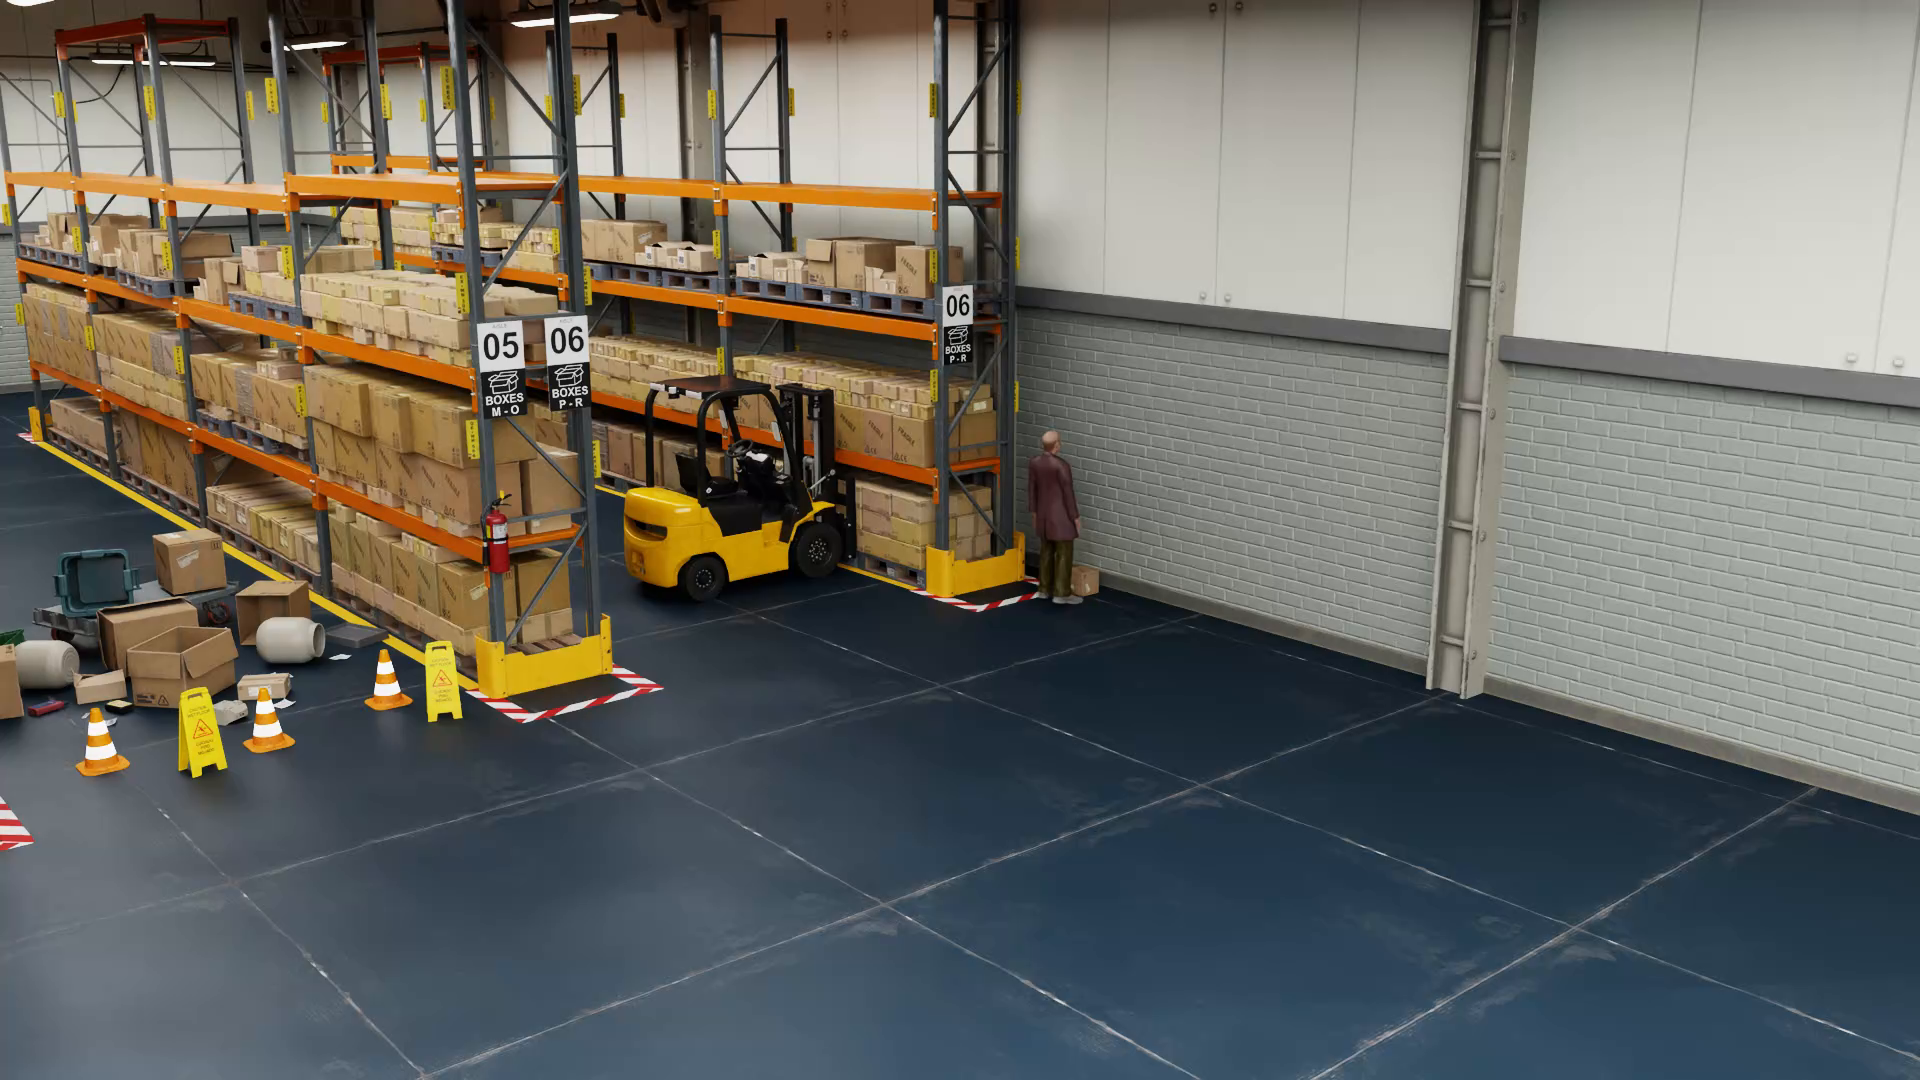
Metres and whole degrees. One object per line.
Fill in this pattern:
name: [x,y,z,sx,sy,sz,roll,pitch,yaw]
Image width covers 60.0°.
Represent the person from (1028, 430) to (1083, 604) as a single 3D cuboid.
person: [1.000,-0.244,16.967,0.469,1.804,0.647,-12,18,-40]
